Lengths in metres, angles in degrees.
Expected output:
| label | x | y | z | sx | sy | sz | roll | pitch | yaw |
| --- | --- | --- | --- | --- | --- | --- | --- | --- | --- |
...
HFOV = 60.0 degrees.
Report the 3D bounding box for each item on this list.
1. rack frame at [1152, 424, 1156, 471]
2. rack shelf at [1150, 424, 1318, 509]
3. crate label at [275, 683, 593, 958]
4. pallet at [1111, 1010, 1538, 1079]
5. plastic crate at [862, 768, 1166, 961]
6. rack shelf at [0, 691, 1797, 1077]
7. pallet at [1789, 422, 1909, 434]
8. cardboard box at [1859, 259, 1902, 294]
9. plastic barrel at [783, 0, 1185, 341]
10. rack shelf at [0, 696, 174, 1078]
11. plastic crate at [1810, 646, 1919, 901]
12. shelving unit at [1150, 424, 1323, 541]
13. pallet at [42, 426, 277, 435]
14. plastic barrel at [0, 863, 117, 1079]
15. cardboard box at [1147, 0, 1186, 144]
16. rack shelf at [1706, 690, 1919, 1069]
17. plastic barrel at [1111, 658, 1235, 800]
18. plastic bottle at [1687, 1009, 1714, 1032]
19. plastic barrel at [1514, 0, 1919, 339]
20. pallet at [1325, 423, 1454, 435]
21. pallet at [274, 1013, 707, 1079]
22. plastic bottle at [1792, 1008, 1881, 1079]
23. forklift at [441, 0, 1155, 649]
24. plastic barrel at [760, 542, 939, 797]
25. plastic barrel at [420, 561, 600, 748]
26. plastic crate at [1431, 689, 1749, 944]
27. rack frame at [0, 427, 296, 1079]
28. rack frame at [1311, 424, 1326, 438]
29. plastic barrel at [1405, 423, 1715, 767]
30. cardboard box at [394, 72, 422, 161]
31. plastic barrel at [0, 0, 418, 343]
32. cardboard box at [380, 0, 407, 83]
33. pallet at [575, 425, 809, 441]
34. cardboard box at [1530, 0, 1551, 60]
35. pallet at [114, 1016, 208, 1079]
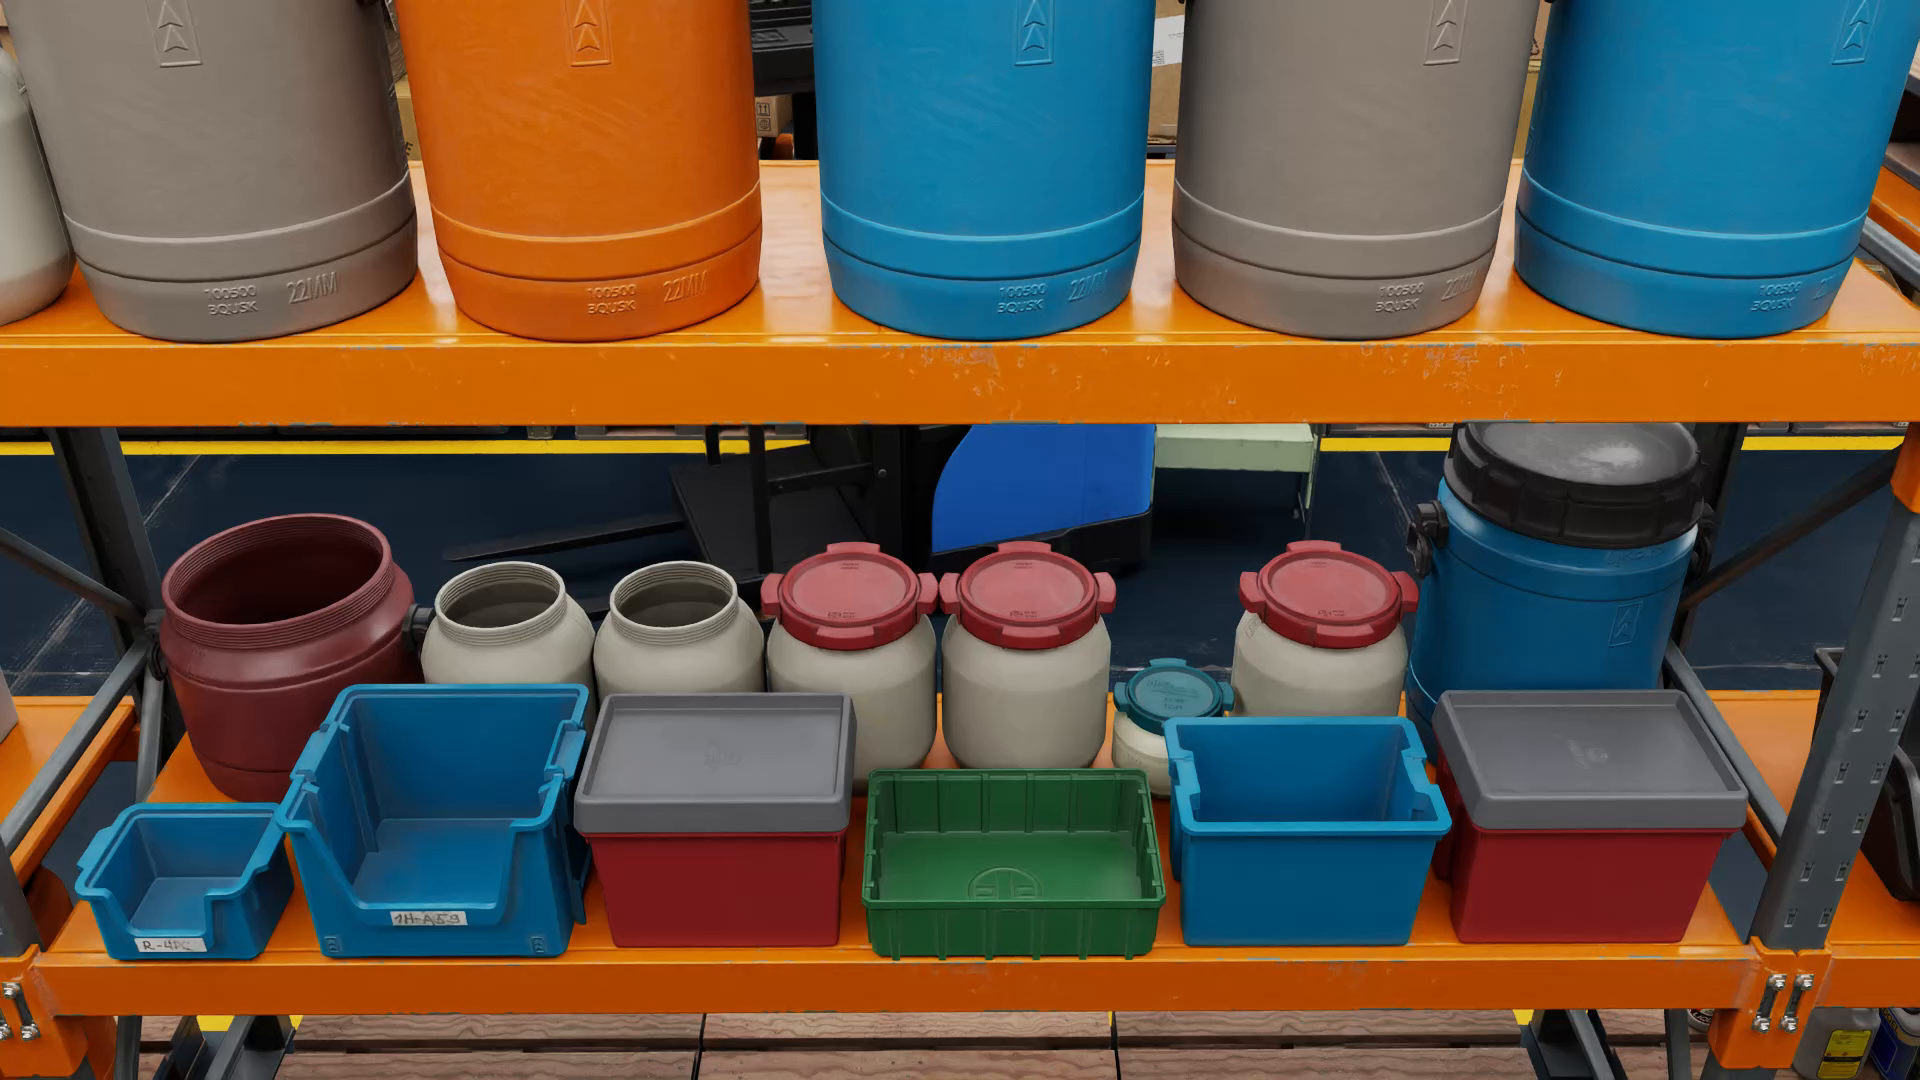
| label | x | y | z | sx | sy | sz | roll | pitch | yaw |
| --- | --- | --- | --- | --- | --- | --- | --- | --- | --- |
| rack frame | 0.867 | -0.708 | 7.470 | 0.023 | 1.500 | 0.400 | 2 | 31 | 3 |
| rack shelf | 1.232 | -0.417 | 7.620 | 0.720 | 0.370 | 0.431 | 2 | 31 | 3 |
| crate label | -1.149 | 0.636 | 3.776 | 0.616 | 0.435 | 0.502 | 0 | 31 | 0 |
| pallet | 1.071 | 1.716 | 4.718 | 1.213 | 0.211 | 1.003 | 0 | 31 | 0 |
| plastic crate | 0.116 | 0.744 | 3.837 | 0.662 | 0.188 | 0.450 | 0 | 31 | 0 |
| rack shelf | -0.144 | 0.815 | 4.208 | 4.000 | 0.370 | 1.077 | 0 | 31 | 0 |
| pallet | 4.937 | -0.904 | 9.036 | 1.213 | 0.211 | 1.003 | 0 | 31 | 0 |
| cardboard box | 4.604 | -1.178 | 8.805 | 0.500 | 0.500 | 0.500 | 8 | 32 | 13 |
| plastic barrel | 0.041 | -0.877 | 2.929 | 0.708 | 0.901 | 0.600 | 0 | 31 | 0 |
| rack shelf | -4.144 | 0.828 | 4.188 | 4.000 | 0.370 | 1.077 | 0 | 31 | 0 |
| plastic crate | 2.380 | 0.592 | 3.942 | 0.504 | 0.338 | 0.767 | 0 | 31 | 0 |
| shelving unit | 1.232 | -0.696 | 7.451 | 0.755 | 1.500 | 0.431 | 2 | 31 | 3 |
| pallet | -4.180 | -0.897 | 9.026 | 1.213 | 0.211 | 1.003 | 0 | 31 | 0 |
| plastic barrel | -2.633 | 1.273 | 4.448 | 0.708 | 0.830 | 0.600 | 0 | 31 | 0 |
| cardboard box | 1.031 | -2.574 | 8.117 | 1.000 | 1.000 | 1.000 | 0 | 31 | 0 |
| rack shelf | 3.856 | 0.803 | 4.229 | 4.000 | 0.370 | 1.077 | 0 | 31 | 0 |
| plastic barrel | 0.531 | 0.485 | 4.192 | 0.301 | 0.262 | 0.301 | 0 | 31 | 0 |
| plastic bottle | 2.217 | 1.347 | 4.912 | 0.097 | 0.201 | 0.097 | 0 | 31 | 0 |
| plastic barrel | 1.349 | -0.881 | 2.936 | 0.708 | 0.901 | 0.600 | 0 | 31 | 0 |
| pallet | 2.497 | -0.896 | 9.023 | 1.213 | 0.211 | 1.003 | 0 | 31 | 0 |
| pallet | -1.369 | 1.724 | 4.705 | 1.213 | 0.211 | 1.003 | 0 | 31 | 0 |
| plastic bottle | 2.499 | 1.369 | 4.731 | 0.185 | 0.351 | 0.144 | 0 | 31 | 0 |
| forklift | -0.715 | -1.102 | 6.742 | 3.031 | 2.935 | 1.130 | -10 | 33 | -17 |
| plastic barrel | -0.269 | 0.336 | 4.173 | 0.433 | 0.535 | 0.433 | 0 | 31 | 0 |
| plastic barrel | -1.117 | 0.352 | 4.170 | 0.421 | 0.512 | 0.421 | 0 | 31 | 0 |
| plastic crate | 1.373 | 0.634 | 3.751 | 0.583 | 0.464 | 0.402 | 0 | 31 | 0 |
| rack frame | -2.144 | 0.514 | 4.011 | 0.127 | 3.000 | 1.000 | 0 | 31 | 0 |
| rack frame | 1.826 | -2.068 | 8.266 | 0.127 | 3.000 | 1.000 | 0 | 31 | 0 |
| plastic barrel | 1.468 | 0.131 | 4.159 | 0.708 | 0.901 | 0.600 | 0 | 31 | 0 |
| cardboard box | -2.666 | -1.968 | 8.005 | 0.500 | 0.500 | 0.500 | 1 | 31 | 1 |
| plastic barrel | -1.322 | -0.873 | 2.922 | 0.600 | 0.901 | 0.600 | 0 | 31 | 0 |
| cardboard box | -2.905 | -2.533 | 7.970 | 0.637 | 0.503 | 0.797 | 1 | 31 | 1 |
| pallet | -1.393 | -0.865 | 8.972 | 1.213 | 0.211 | 1.003 | 0 | 31 | 0 |
| cardboard box | 2.777 | -2.537 | 7.693 | 0.500 | 0.500 | 0.500 | 0 | 31 | 0 |
| pallet | -2.932 | 1.730 | 4.695 | 1.213 | 0.211 | 1.003 | 0 | 31 | 0 |
